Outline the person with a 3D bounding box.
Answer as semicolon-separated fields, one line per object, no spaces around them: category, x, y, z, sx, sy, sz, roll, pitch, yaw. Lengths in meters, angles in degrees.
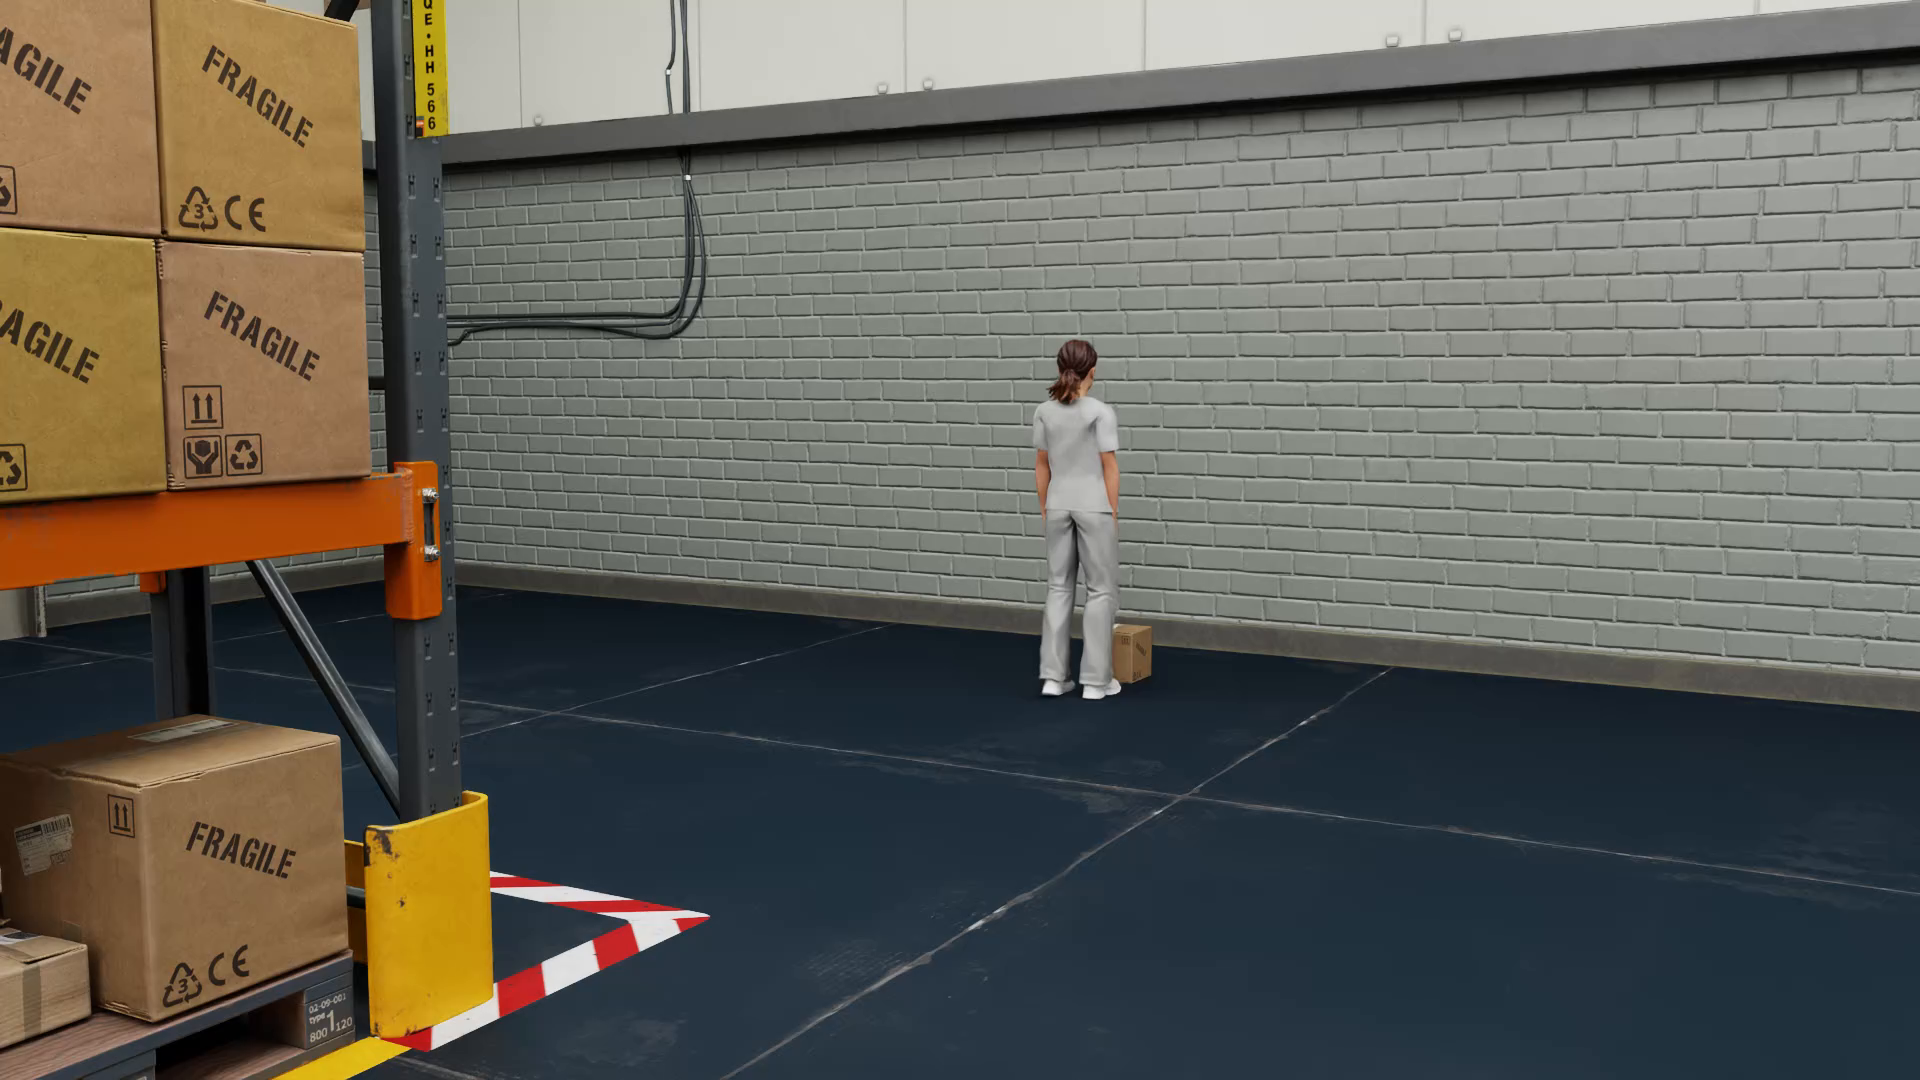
person;0.547;-0.091;7.792;0.438;1.683;0.362;3;7;30
